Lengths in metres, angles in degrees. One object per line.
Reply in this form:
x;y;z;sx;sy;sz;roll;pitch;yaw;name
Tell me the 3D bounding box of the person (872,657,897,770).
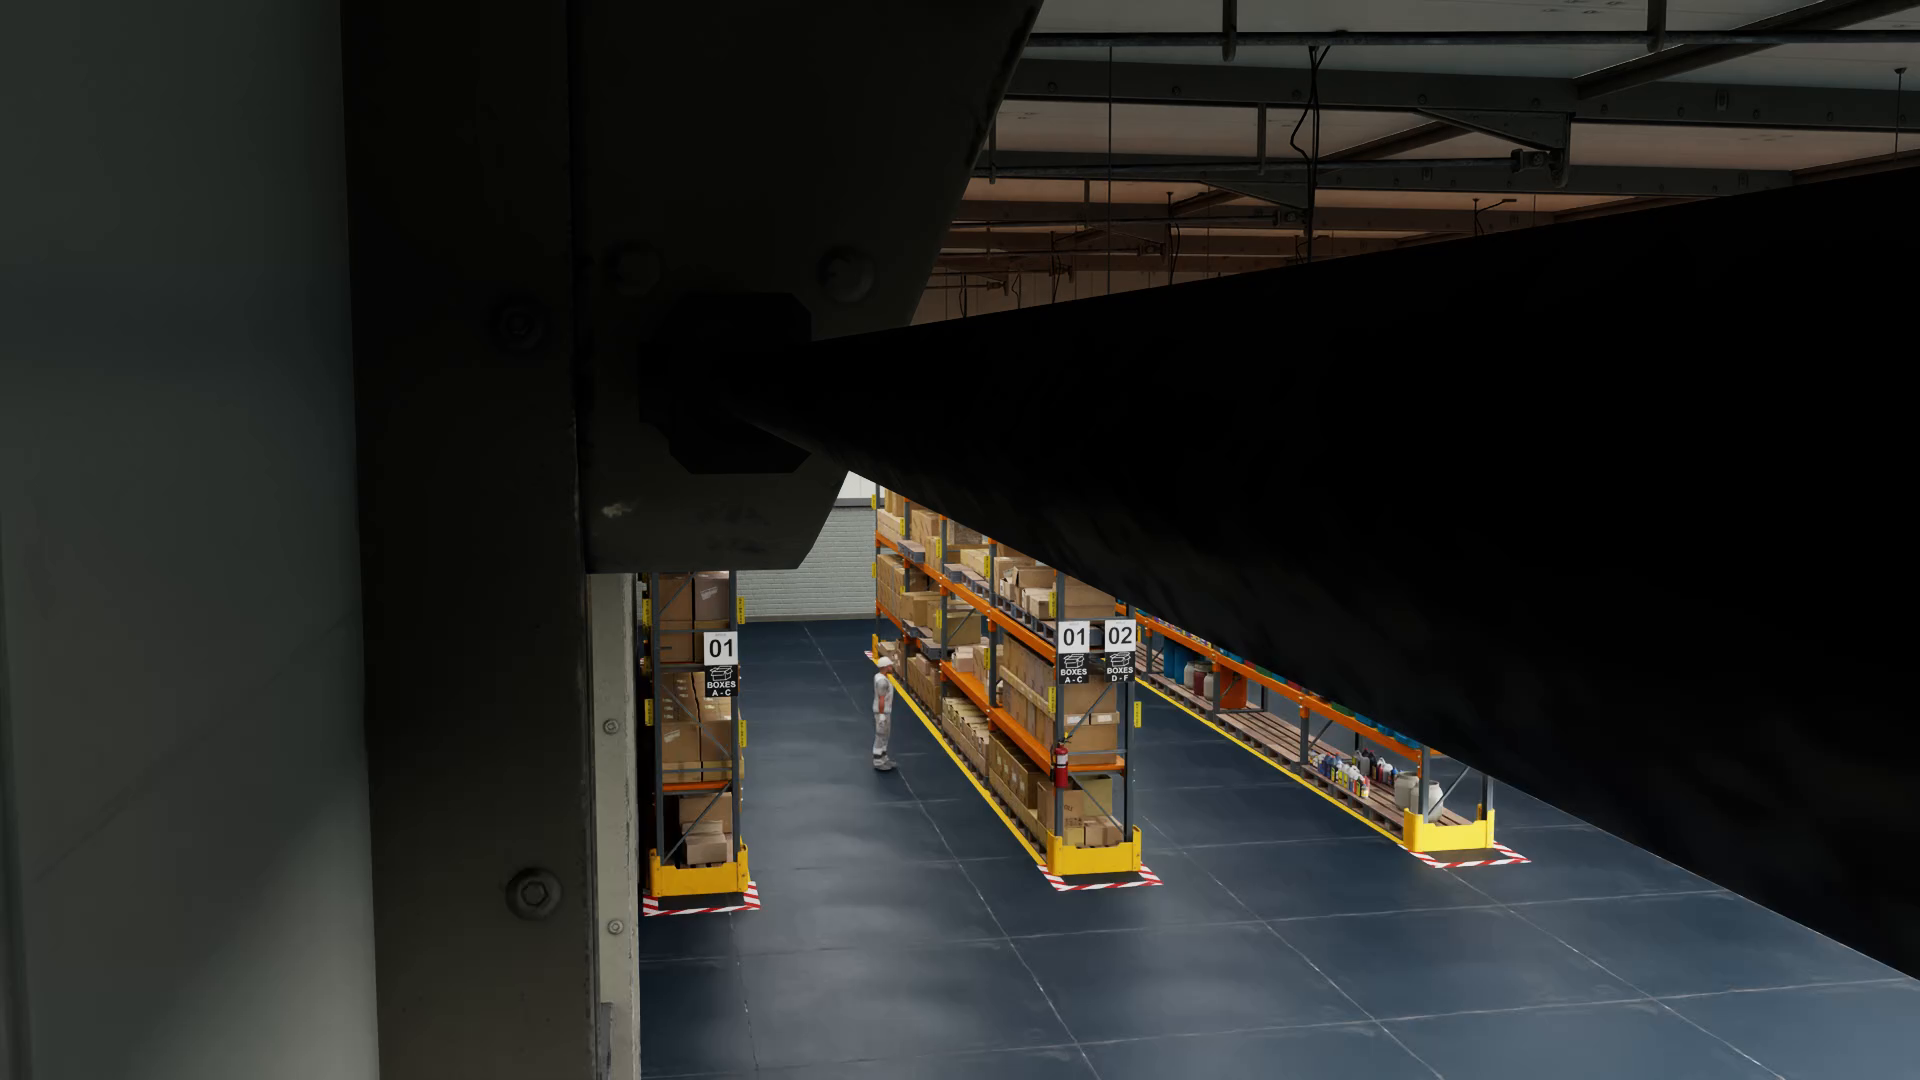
-1.193;2.740;26.298;0.386;1.792;0.635;0;6;-3;person
